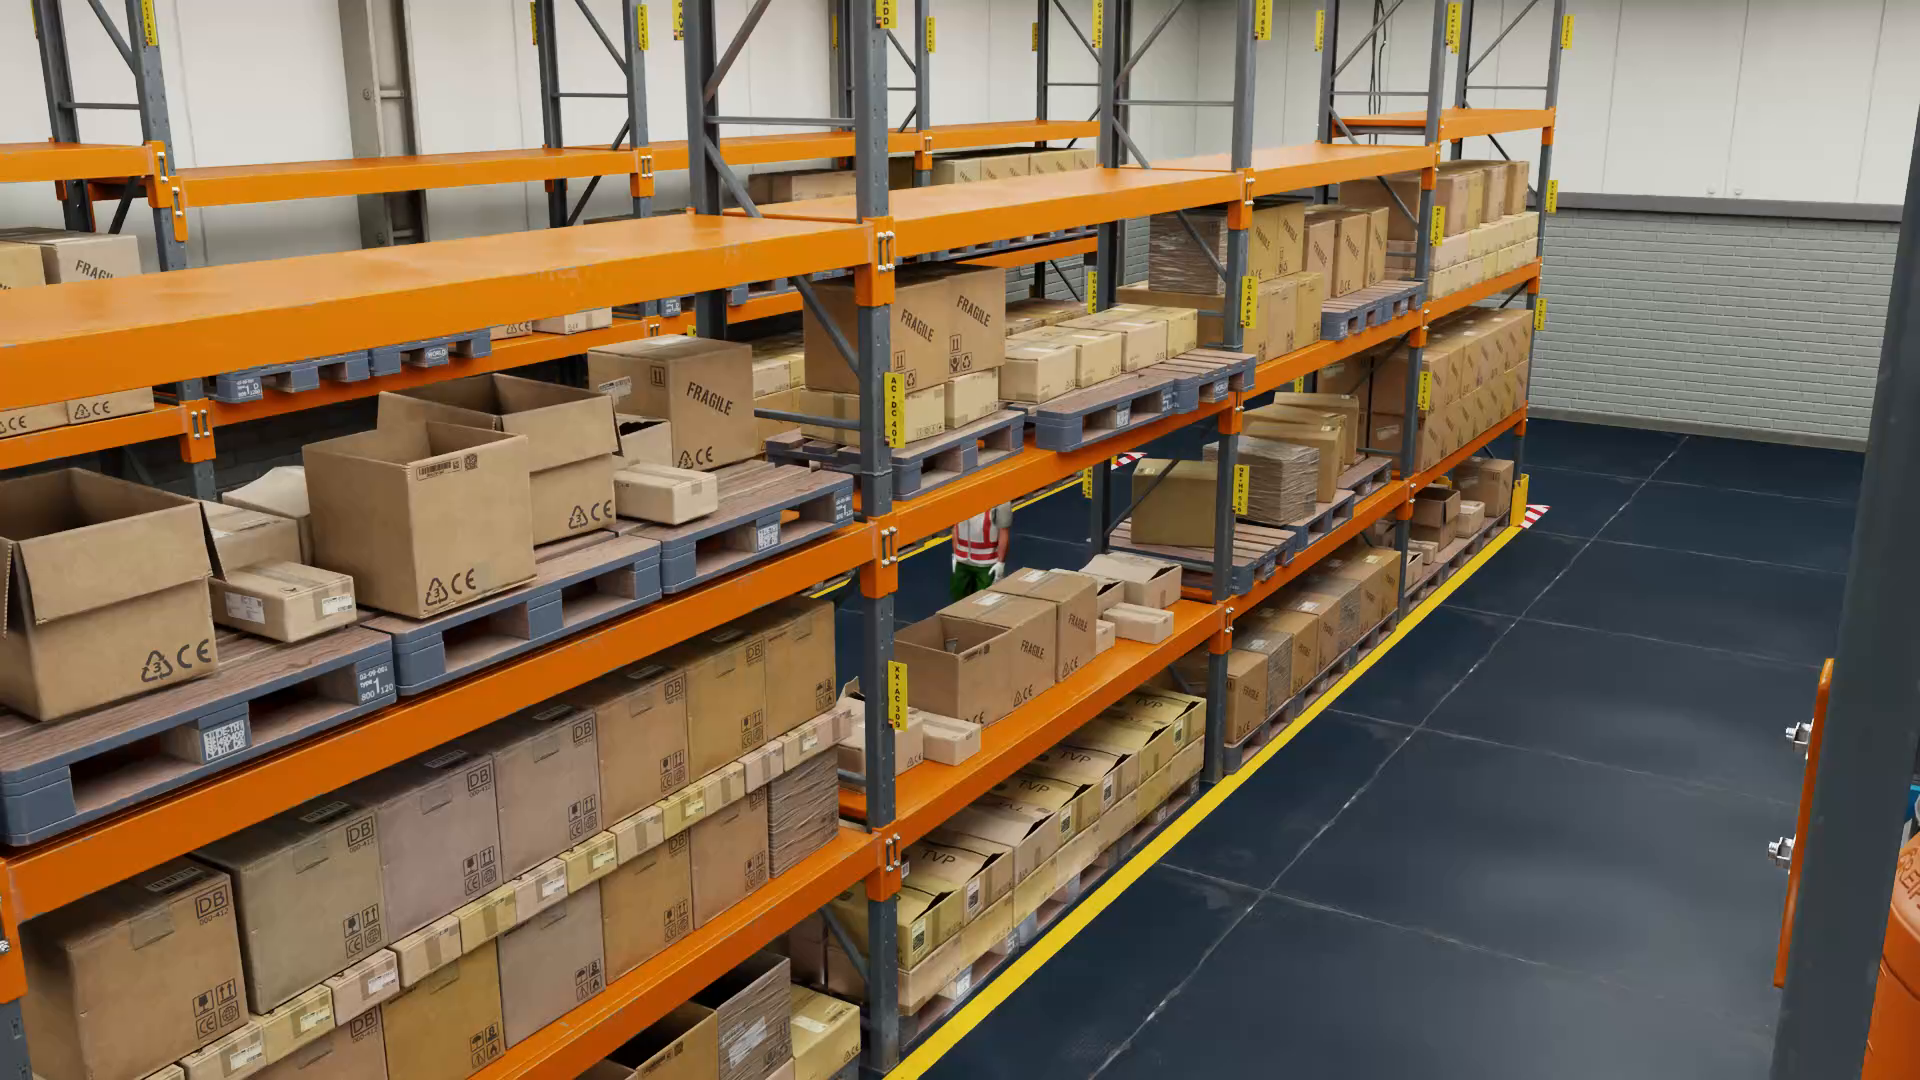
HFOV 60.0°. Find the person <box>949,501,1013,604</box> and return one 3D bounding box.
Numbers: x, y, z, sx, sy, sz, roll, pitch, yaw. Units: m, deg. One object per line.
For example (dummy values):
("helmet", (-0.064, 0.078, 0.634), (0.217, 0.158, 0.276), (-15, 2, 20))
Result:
("person", (0.151, 0.201, 13.326), (0.533, 1.767, 0.388), (10, 19, 31))
